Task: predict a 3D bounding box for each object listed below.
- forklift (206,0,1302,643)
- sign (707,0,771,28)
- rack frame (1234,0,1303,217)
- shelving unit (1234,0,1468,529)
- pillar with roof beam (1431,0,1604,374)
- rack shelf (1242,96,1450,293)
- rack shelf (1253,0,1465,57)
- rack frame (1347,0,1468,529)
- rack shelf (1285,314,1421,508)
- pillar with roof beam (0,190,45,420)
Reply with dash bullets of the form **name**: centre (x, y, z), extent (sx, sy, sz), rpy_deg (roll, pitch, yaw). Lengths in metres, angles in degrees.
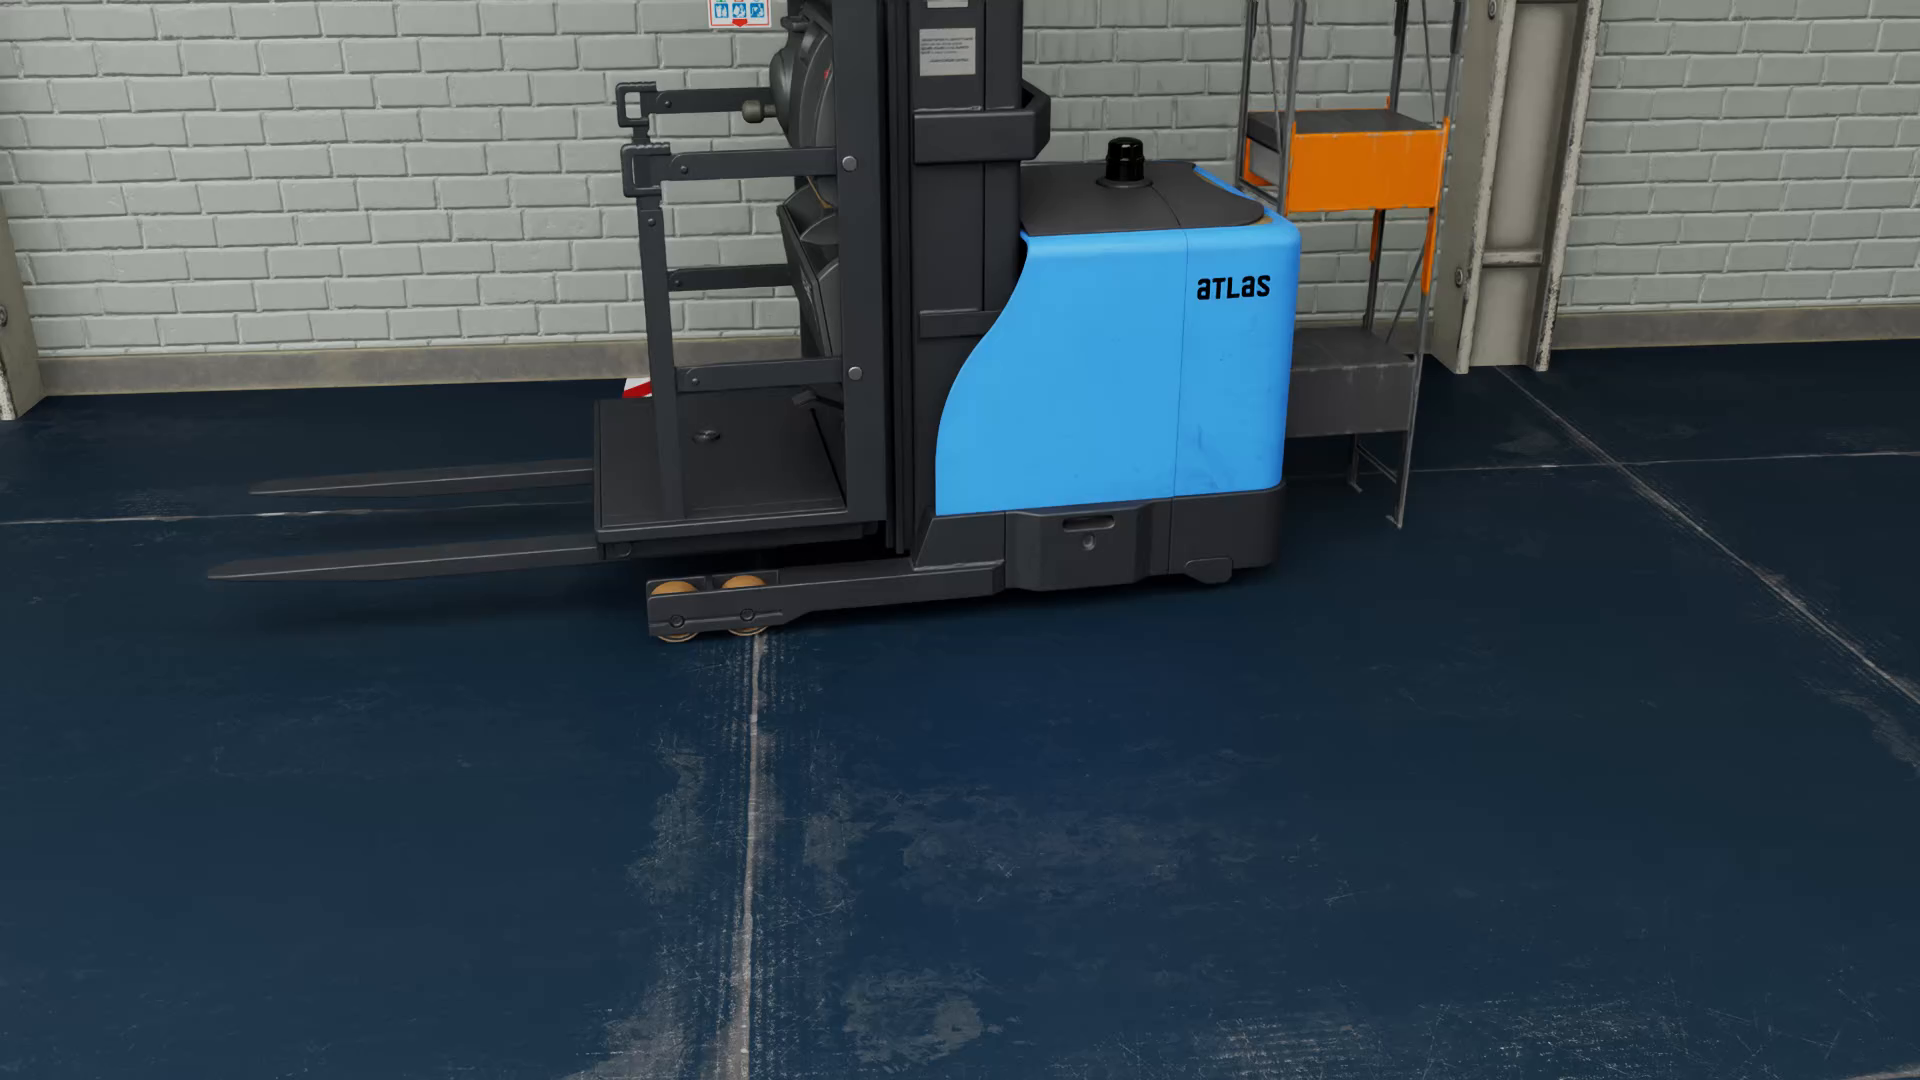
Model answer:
- **forklift**: centre (-0.611, -1.289, 4.542), extent (3.031, 2.935, 1.130), rpy_deg (-5, 24, -10)
- **sign**: centre (-0.825, -2.071, 6.172), extent (0.234, 0.329, 0.001), rpy_deg (-2, 24, -5)
- **rack frame**: centre (0.898, -1.039, 4.993), extent (0.015, 2.100, 0.400), rpy_deg (-4, 24, -10)
- **shelving unit**: centre (1.138, -1.057, 5.037), extent (0.503, 2.100, 0.431), rpy_deg (-4, 24, -10)
- **pillar with roof beam**: centre (2.622, -3.119, 1.189), extent (0.400, 9.000, 9.100), rpy_deg (-2, 24, -5)
- **rack shelf**: centre (1.137, -1.044, 5.043), extent (0.480, 0.518, 0.431), rpy_deg (-4, 24, -10)
- **rack shelf**: centre (1.142, -1.684, 4.759), extent (0.480, 0.518, 0.431), rpy_deg (-4, 24, -10)
- **rack frame**: centre (1.377, -1.074, 5.081), extent (0.015, 2.100, 0.400), rpy_deg (-4, 24, -10)
- **rack shelf**: centre (1.132, -0.404, 5.326), extent (0.480, 0.518, 0.431), rpy_deg (-4, 24, -10)
- **pillar with roof beam**: centre (-3.349, -2.880, 0.650), extent (0.400, 9.000, 9.100), rpy_deg (-2, 24, -5)
